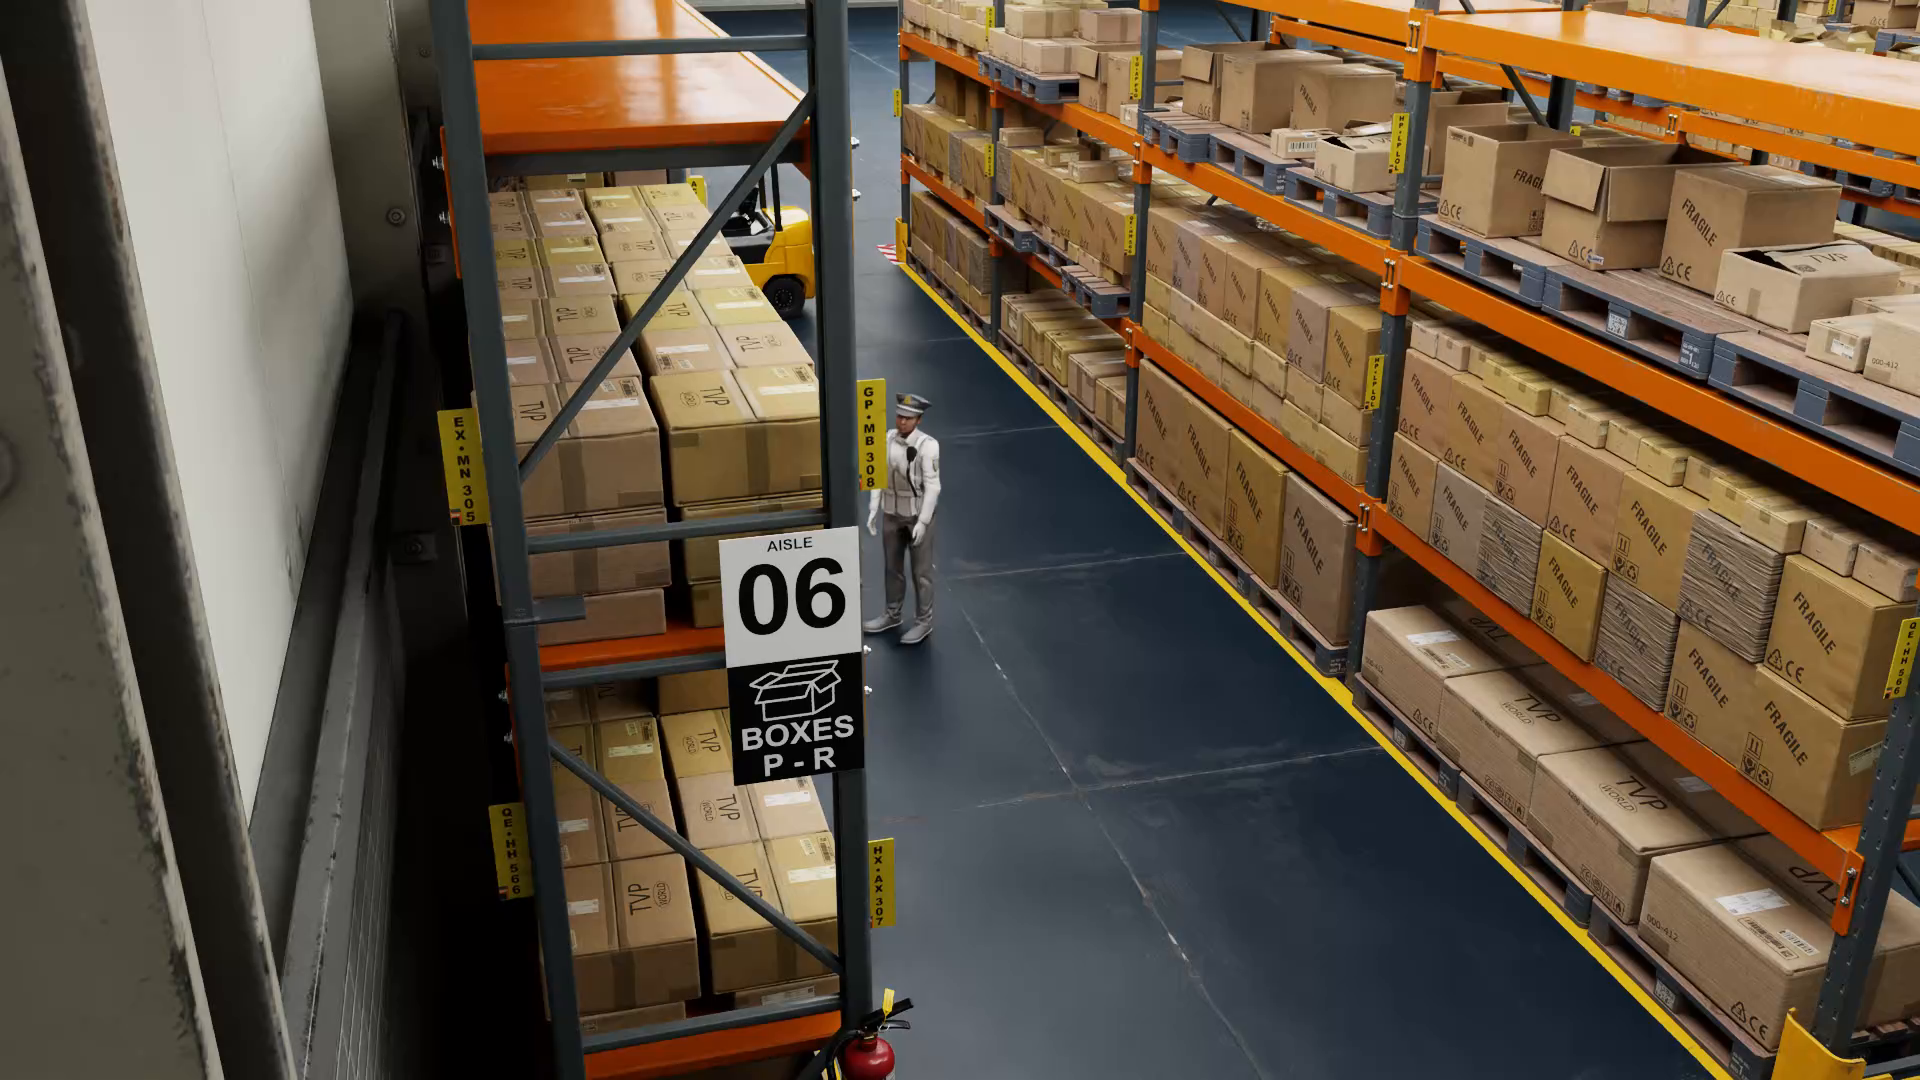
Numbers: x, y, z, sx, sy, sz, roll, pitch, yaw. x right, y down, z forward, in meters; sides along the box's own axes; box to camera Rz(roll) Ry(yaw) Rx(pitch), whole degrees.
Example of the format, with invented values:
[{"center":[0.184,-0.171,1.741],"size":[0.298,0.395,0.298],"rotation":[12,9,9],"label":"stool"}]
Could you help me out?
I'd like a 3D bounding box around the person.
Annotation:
[{"center":[2.001,-1.723,13.991],"size":[0.661,2.202,8.763],"rotation":[15,28,32],"label":"person"}]
